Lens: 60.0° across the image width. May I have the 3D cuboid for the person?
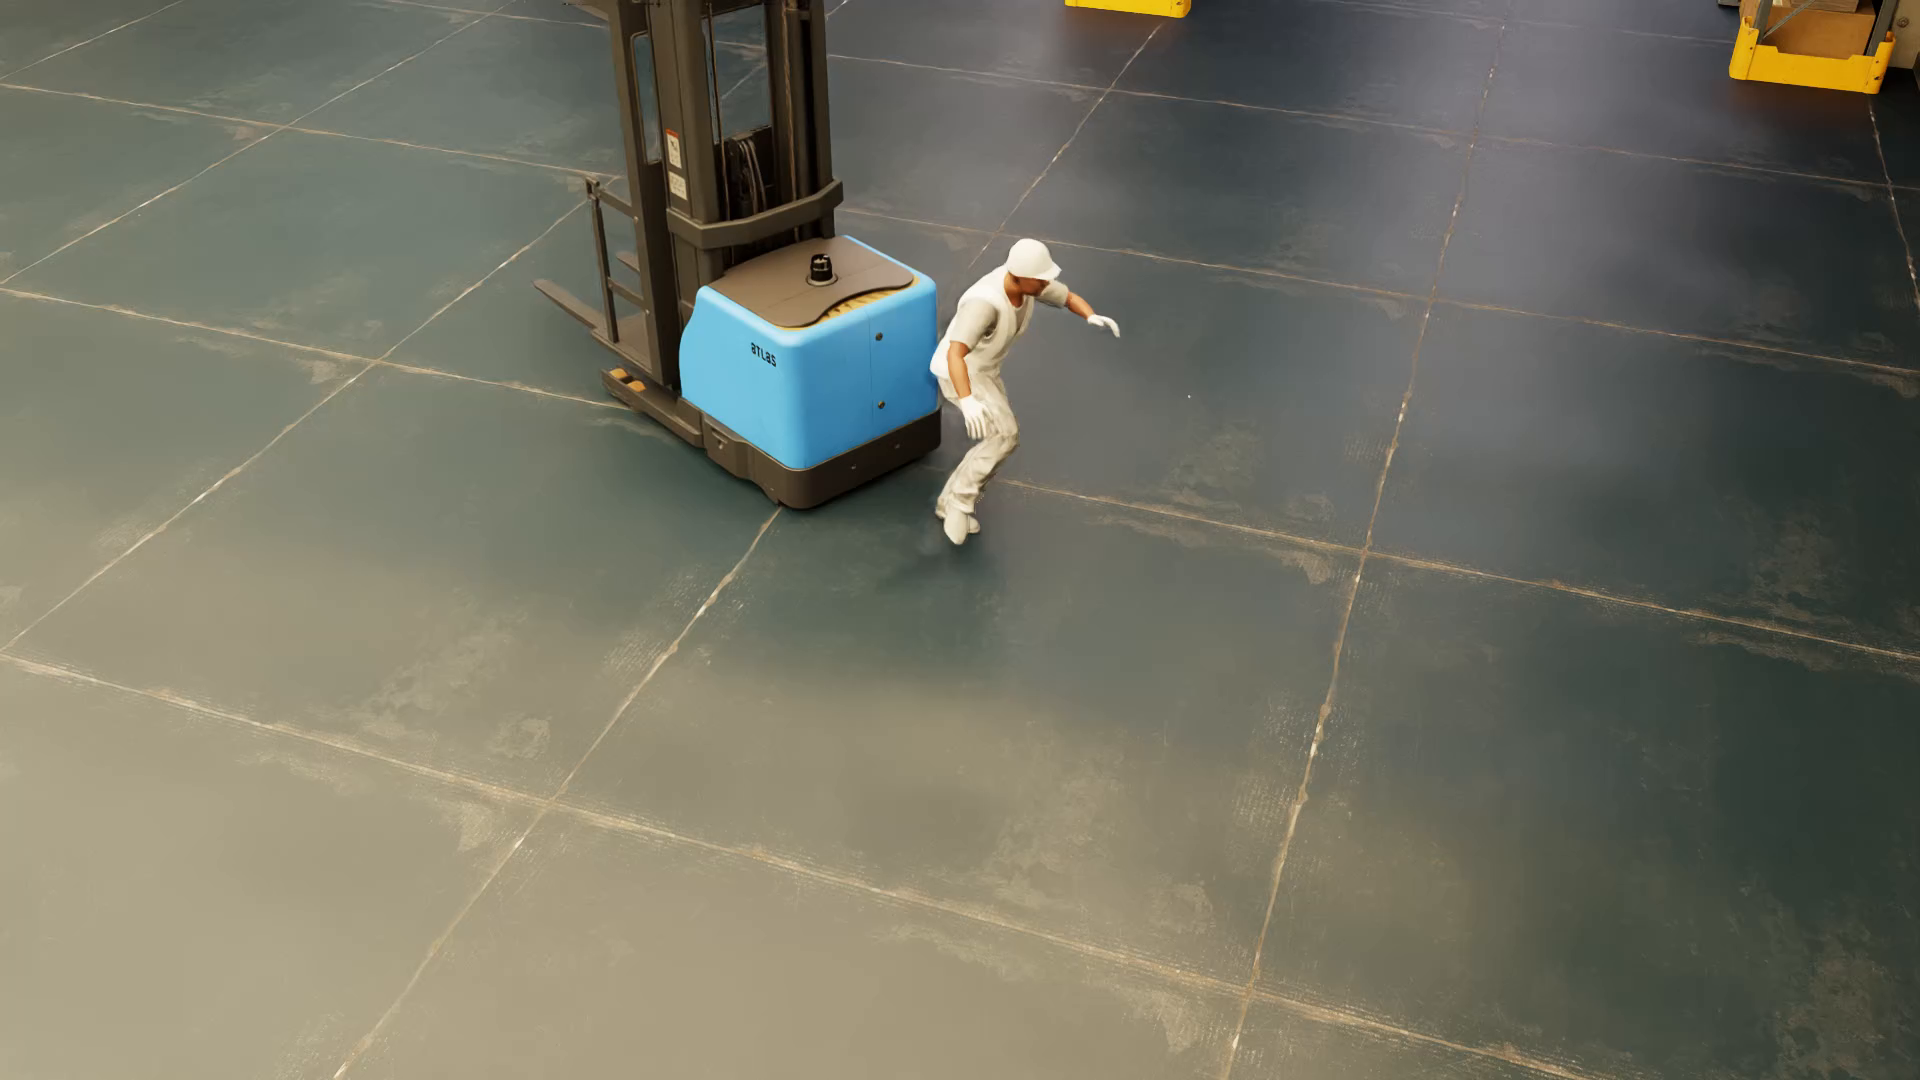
[{"bbox_3d":[0.278,-0.760,8.410,0.913,1.530,1.085,14,38,18],"label":"person"}]

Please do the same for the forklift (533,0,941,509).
[{"bbox_3d":[2.851,-8.878,18.633,23.089,2.935,14.713,-27,44,-33],"label":"forklift"}]
